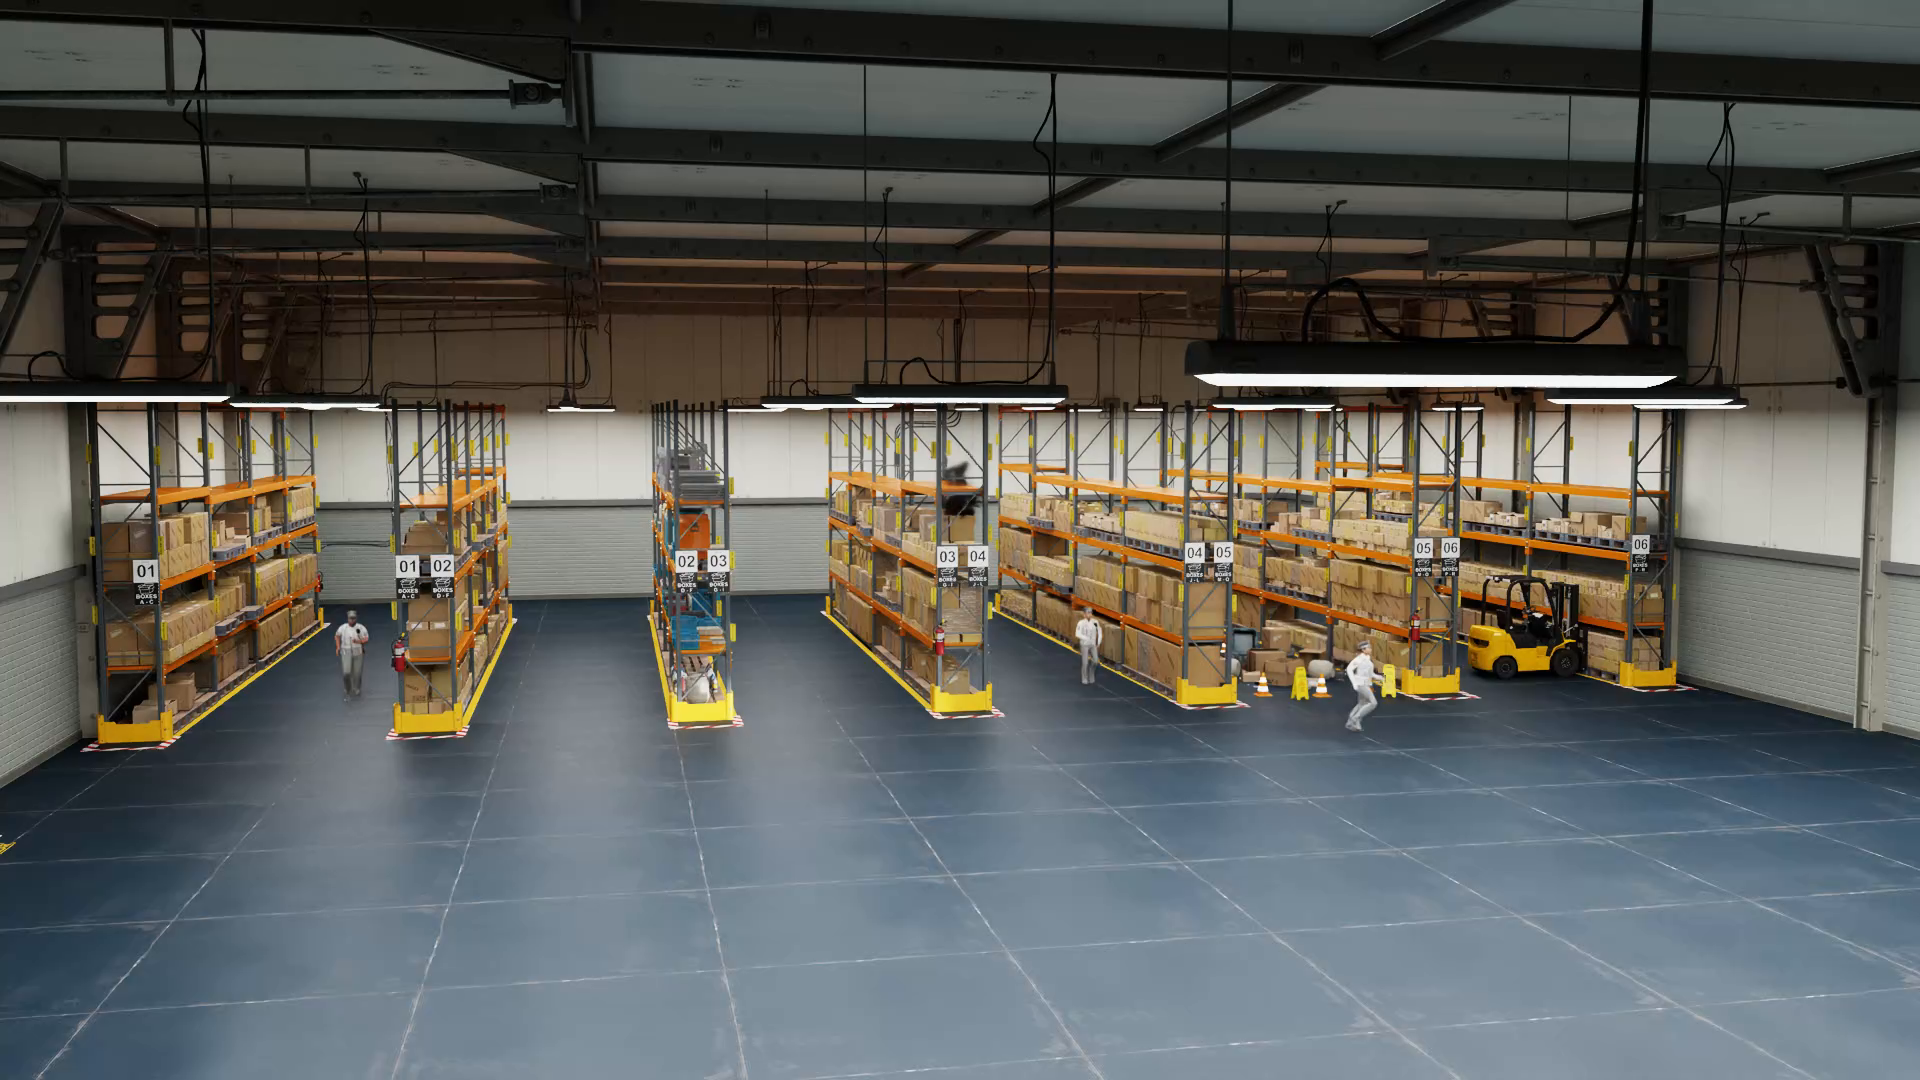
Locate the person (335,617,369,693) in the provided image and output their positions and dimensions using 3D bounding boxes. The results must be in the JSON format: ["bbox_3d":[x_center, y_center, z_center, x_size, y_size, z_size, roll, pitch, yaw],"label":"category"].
[{"bbox_3d":[-12.200,2.255,33.382,0.631,1.589,0.740,-2,5,-21],"label":"person"}]

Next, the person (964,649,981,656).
[{"bbox_3d":[0.340,1.916,39.583,0.608,1.683,0.854,-1,4,-9],"label":"person"}]

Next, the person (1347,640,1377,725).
[{"bbox_3d":[7.272,2.584,30.007,0.587,1.574,0.376,3,5,30],"label":"person"}]

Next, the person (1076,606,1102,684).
[{"bbox_3d":[2.745,2.229,35.227,0.635,1.673,0.544,-1,4,-14],"label":"person"}]
